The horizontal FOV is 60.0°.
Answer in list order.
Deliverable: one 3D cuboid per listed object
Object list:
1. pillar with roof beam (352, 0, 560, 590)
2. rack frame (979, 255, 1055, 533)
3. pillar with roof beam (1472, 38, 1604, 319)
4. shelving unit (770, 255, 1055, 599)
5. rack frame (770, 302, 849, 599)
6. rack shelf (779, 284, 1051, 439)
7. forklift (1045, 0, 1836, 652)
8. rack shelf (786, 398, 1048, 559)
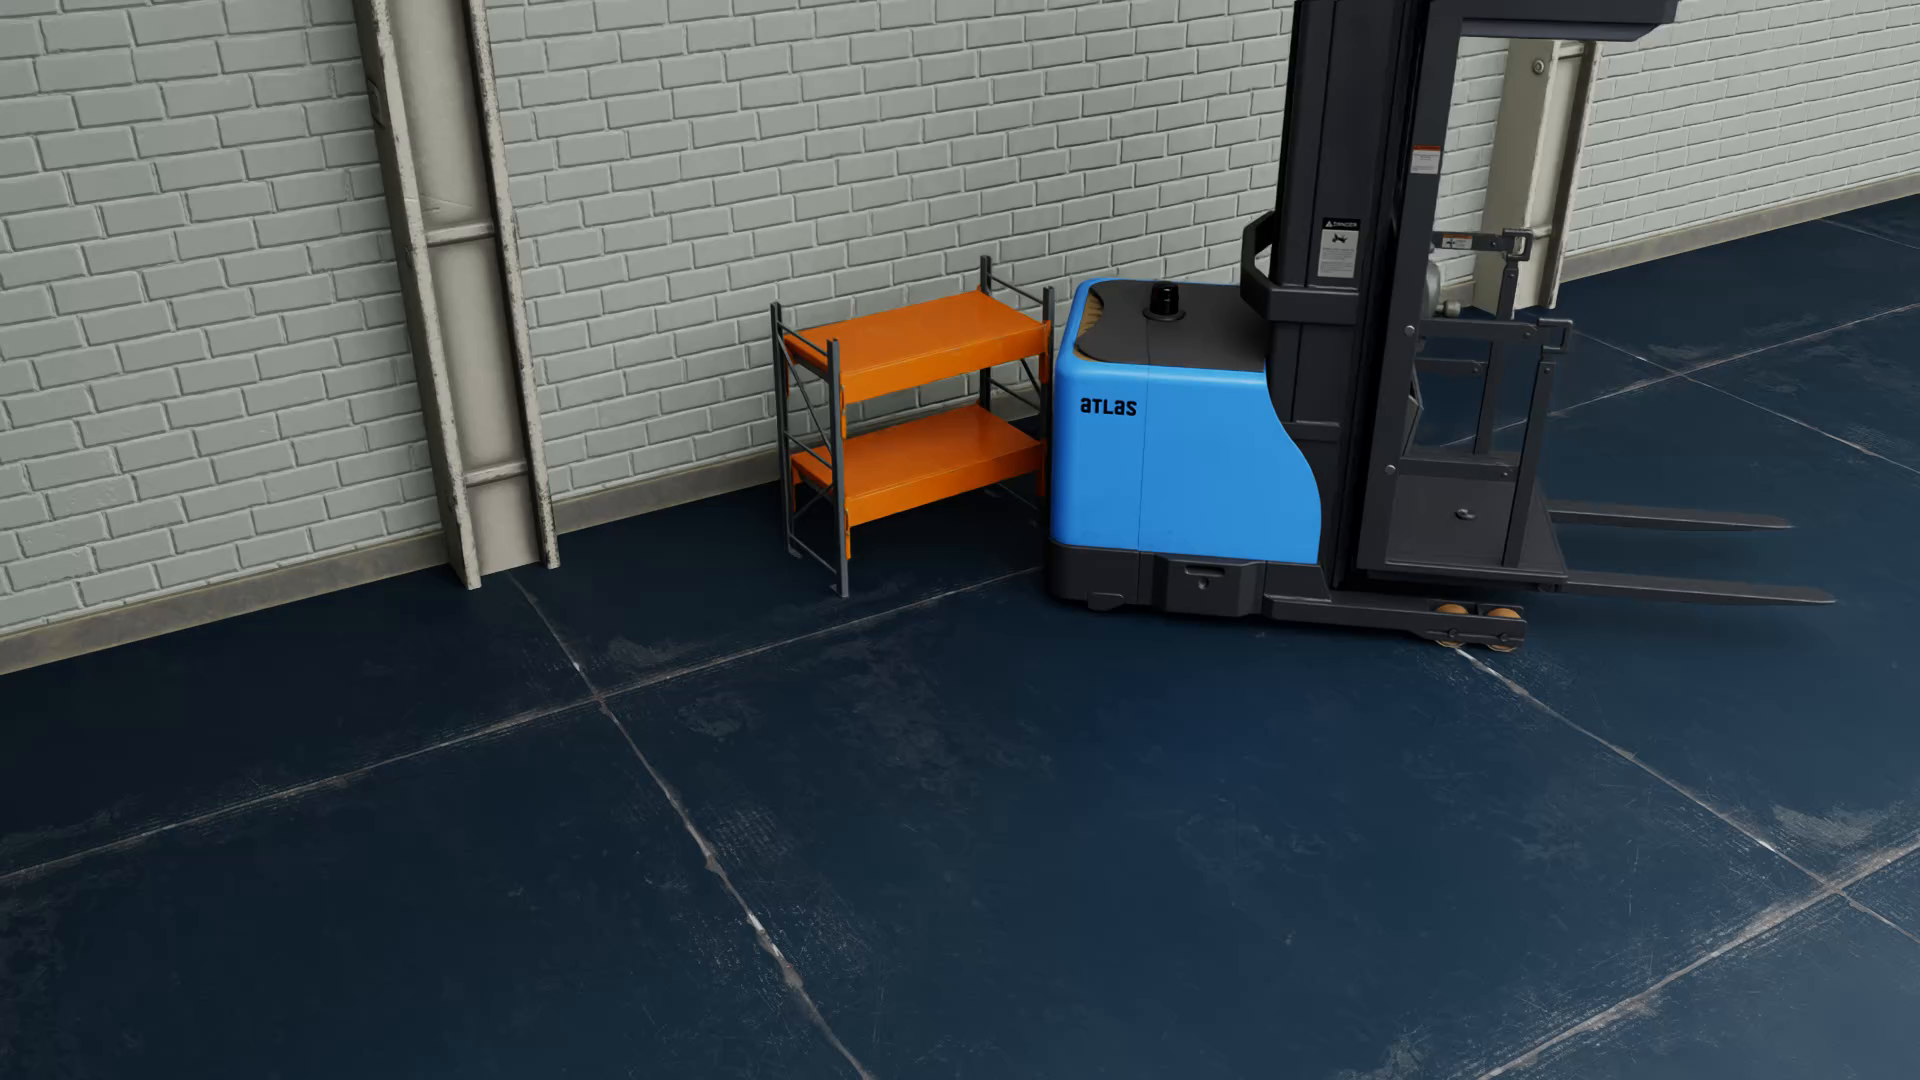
[{"bbox_3d":[0.240,-2.051,1.654,0.400,9.000,9.100,-16,33,-26],"label":"pillar with roof beam"},{"bbox_3d":[0.238,-0.629,7.226,0.032,1.125,0.500,-18,34,-29],"label":"rack frame"},{"bbox_3d":[5.413,-3.520,4.315,0.400,9.000,9.100,-16,33,-26],"label":"pillar with roof beam"},{"bbox_3d":[-0.185,-0.493,6.979,1.048,1.125,0.538,-18,34,-29],"label":"shelving unit"},{"bbox_3d":[-0.608,-0.357,6.732,0.032,1.125,0.500,-18,34,-29],"label":"rack frame"},{"bbox_3d":[-0.185,-0.749,6.838,1.000,0.278,0.538,-18,34,-29],"label":"rack shelf"},{"bbox_3d":[1.908,-1.126,6.256,3.031,2.935,1.130,4,29,8],"label":"forklift"},{"bbox_3d":[-0.185,-0.279,7.097,1.000,0.278,0.538,-18,34,-29],"label":"rack shelf"}]
